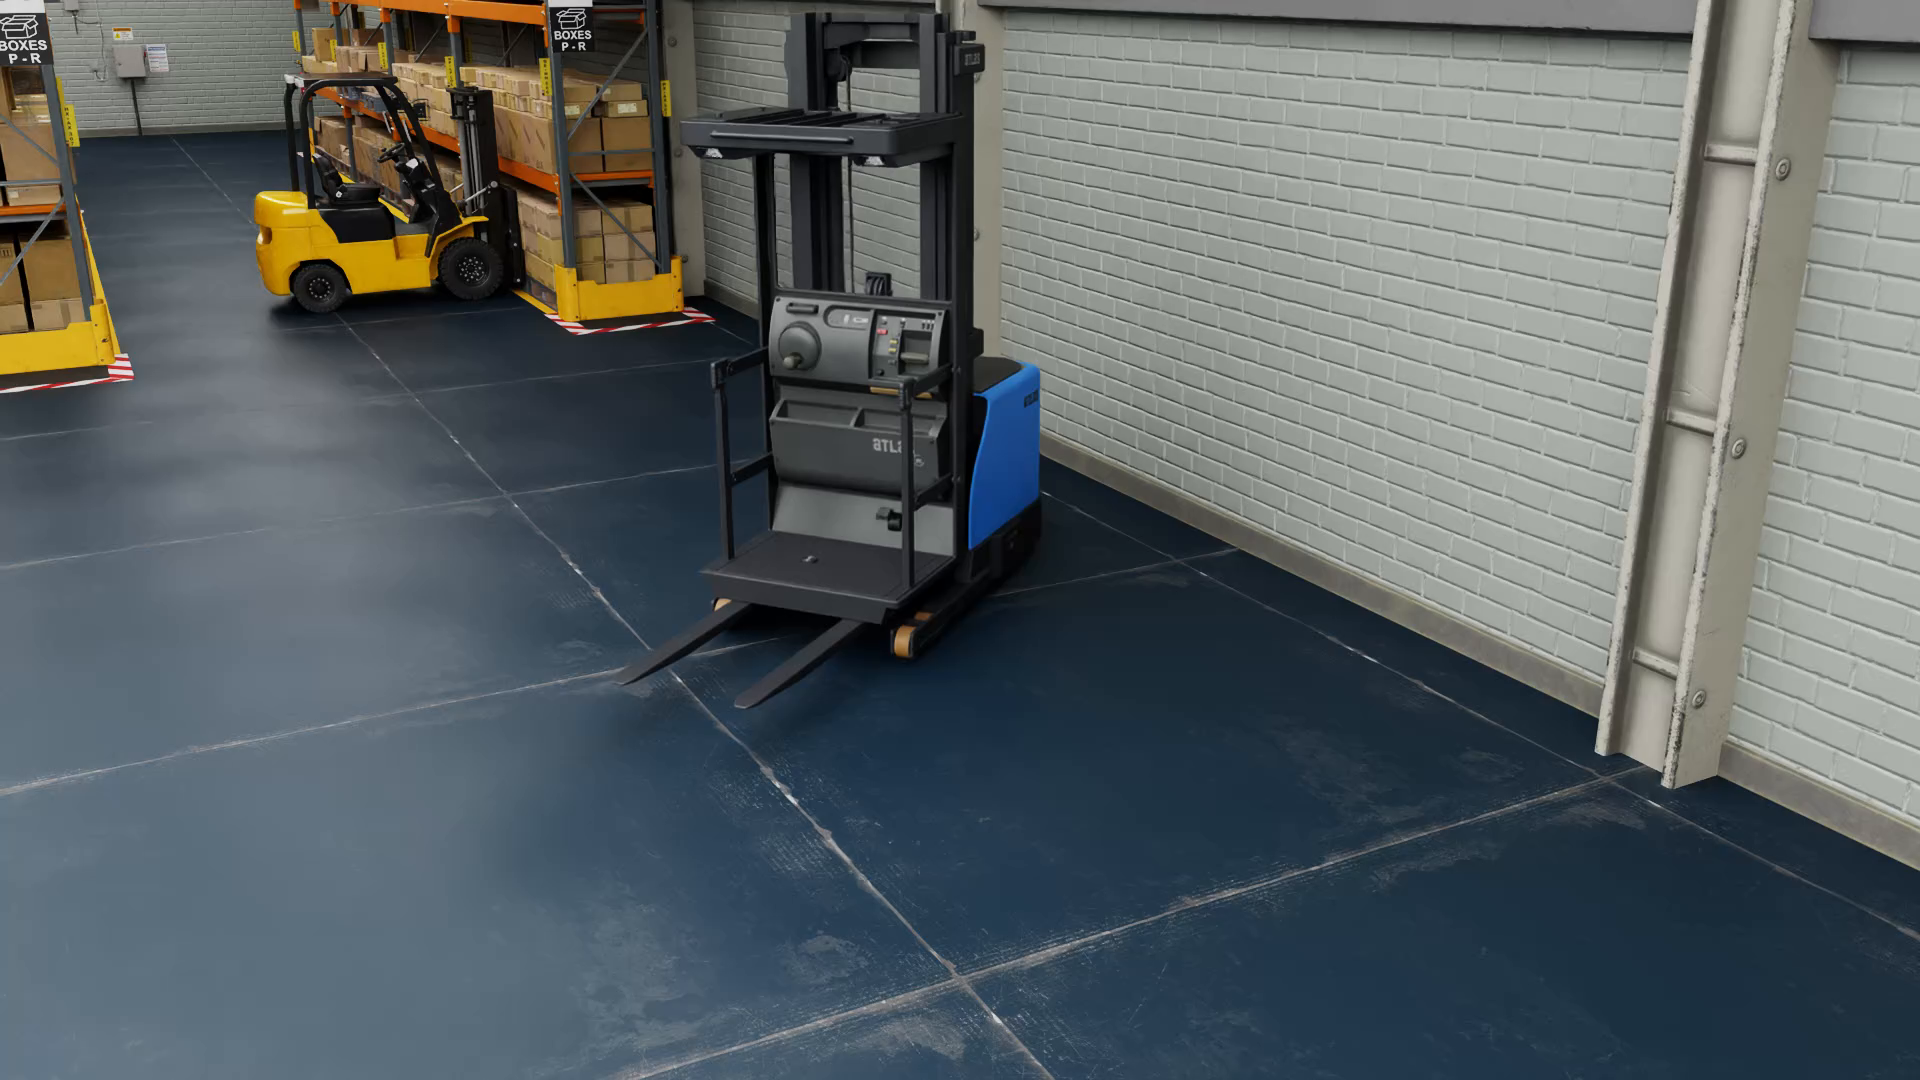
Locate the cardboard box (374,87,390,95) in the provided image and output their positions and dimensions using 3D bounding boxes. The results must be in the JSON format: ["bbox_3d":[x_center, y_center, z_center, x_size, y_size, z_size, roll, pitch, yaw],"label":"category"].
[{"bbox_3d":[-7.697,-6.102,22.459,0.380,0.149,0.250,-10,21,-26],"label":"cardboard box"}]

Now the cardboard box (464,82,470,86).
[{"bbox_3d":[-5.228,-4.967,18.279,0.380,0.149,0.250,-10,22,-28],"label":"cardboard box"}]

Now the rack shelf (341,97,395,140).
[{"bbox_3d":[-7.997,-6.127,23.893,1.077,0.370,4.000,-10,21,-27],"label":"rack shelf"}]

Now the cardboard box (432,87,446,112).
[{"bbox_3d":[-5.856,-5.158,19.446,0.500,0.250,0.500,-11,22,-28],"label":"cardboard box"}]

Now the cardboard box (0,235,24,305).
[{"bbox_3d":[-8.225,-2.270,14.033,0.500,0.500,0.500,-10,21,-26],"label":"cardboard box"}]

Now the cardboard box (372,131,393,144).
[{"bbox_3d":[-8.335,-5.856,24.197,0.380,0.149,0.250,-9,21,-25],"label":"cardboard box"}]

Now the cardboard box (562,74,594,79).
[{"bbox_3d":[-3.929,-4.669,16.961,0.380,0.149,0.250,-10,21,-26],"label":"cardboard box"}]

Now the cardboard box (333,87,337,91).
[{"bbox_3d":[-9.608,-7.118,26.045,0.380,0.149,0.250,-9,21,-25],"label":"cardboard box"}]

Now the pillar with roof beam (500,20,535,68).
[{"bbox_3d":[-9.423,-7.828,18.521,9.100,9.000,0.400,-10,21,-27],"label":"pillar with roof beam"}]

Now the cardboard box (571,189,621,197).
[{"bbox_3d":[-3.778,-3.424,16.993,0.500,0.250,0.500,-10,21,-27],"label":"cardboard box"}]

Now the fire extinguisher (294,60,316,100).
[{"bbox_3d":[-11.322,-7.948,28.756,0.296,0.674,0.183,-10,21,-27],"label":"fire extinguisher"}]

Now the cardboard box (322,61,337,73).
[{"bbox_3d":[-9.879,-7.507,26.561,0.500,0.250,0.500,-10,21,-27],"label":"cardboard box"}]

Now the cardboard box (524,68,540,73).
[{"bbox_3d":[-4.510,-5.042,18.042,0.380,0.149,0.250,-10,22,-27],"label":"cardboard box"}]

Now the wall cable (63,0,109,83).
[{"bbox_3d":[-16.668,-9.738,31.697,0.588,1.984,0.122,-10,21,-27],"label":"wall cable"}]

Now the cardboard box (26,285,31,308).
[{"bbox_3d":[-8.260,-2.302,15.277,0.500,0.250,0.500,-8,21,-23],"label":"cardboard box"}]

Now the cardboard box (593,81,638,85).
[{"bbox_3d":[-3.291,-4.307,15.911,0.380,0.149,0.250,-9,21,-25],"label":"cardboard box"}]

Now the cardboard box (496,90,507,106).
[{"bbox_3d":[-4.511,-4.520,16.984,0.380,0.149,0.250,-10,22,-28],"label":"cardboard box"}]

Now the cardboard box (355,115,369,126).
[{"bbox_3d":[-8.957,-6.371,25.234,0.380,0.149,0.250,-10,22,-28],"label":"cardboard box"}]

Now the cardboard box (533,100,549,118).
[{"bbox_3d":[-3.807,-4.076,15.696,0.380,0.149,0.250,-10,21,-26],"label":"cardboard box"}]

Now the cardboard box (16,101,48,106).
[{"bbox_3d":[-8.583,-3.779,15.376,0.500,0.500,0.500,-9,21,-25],"label":"cardboard box"}]

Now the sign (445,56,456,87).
[{"bbox_3d":[-5.620,-5.168,18.357,0.100,0.325,0.005,-10,21,-27],"label":"sign"}]

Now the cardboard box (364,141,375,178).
[{"bbox_3d":[-8.420,-5.590,24.420,0.500,0.500,0.500,-11,22,-28],"label":"cardboard box"}]

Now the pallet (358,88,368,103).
[{"bbox_3d":[-7.975,-6.360,23.759,1.003,0.211,1.213,-10,21,-27],"label":"pallet"}]

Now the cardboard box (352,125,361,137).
[{"bbox_3d":[-9.010,-6.221,25.255,0.380,0.149,0.250,-9,21,-24],"label":"cardboard box"}]

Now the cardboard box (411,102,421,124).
[{"bbox_3d":[-6.566,-5.365,20.812,0.500,0.250,0.500,-11,22,-28],"label":"cardboard box"}]

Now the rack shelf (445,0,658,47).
[{"bbox_3d":[-4.198,-5.249,16.749,1.077,0.370,4.000,-10,21,-27],"label":"rack shelf"}]

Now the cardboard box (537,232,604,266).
[{"bbox_3d":[-3.754,-2.823,16.020,0.500,0.250,0.500,-10,22,-27],"label":"cardboard box"}]

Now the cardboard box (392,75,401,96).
[{"bbox_3d":[-7.073,-5.890,21.565,0.500,0.250,0.500,-10,21,-27],"label":"cardboard box"}]

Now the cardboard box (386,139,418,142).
[{"bbox_3d":[-7.747,-5.475,23.095,0.380,0.149,0.250,-11,22,-28],"label":"cardboard box"}]

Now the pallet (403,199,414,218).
[{"bbox_3d":[-6.690,-4.333,21.865,1.003,0.211,1.213,-10,21,-27],"label":"pallet"}]

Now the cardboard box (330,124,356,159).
[{"bbox_3d":[-9.774,-6.467,26.963,0.700,0.500,0.500,-11,22,-29],"label":"cardboard box"}]

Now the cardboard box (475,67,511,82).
[{"bbox_3d":[-5.038,-5.044,18.046,0.380,0.149,0.250,-10,21,-26],"label":"cardboard box"}]

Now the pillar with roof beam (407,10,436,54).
[{"bbox_3d":[-12.272,-9.550,23.513,9.100,9.000,0.400,-10,21,-27],"label":"pillar with roof beam"}]

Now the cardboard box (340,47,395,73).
[{"bbox_3d":[-8.668,-6.965,24.421,0.700,0.500,0.500,-10,21,-26],"label":"cardboard box"}]

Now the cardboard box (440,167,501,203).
[{"bbox_3d":[-5.767,-4.193,20.181,0.875,0.625,0.625,-10,22,-27],"label":"cardboard box"}]

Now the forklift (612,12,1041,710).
[{"bbox_3d":[-0.593,-0.970,7.948,1.130,2.935,3.031,8,21,22],"label":"forklift"}]

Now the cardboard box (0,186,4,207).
[{"bbox_3d":[-7.980,-2.782,13.481,0.380,0.149,0.250,-9,21,-25],"label":"cardboard box"}]

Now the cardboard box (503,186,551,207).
[{"bbox_3d":[-4.471,-3.488,17.179,0.500,0.250,0.500,-10,22,-28],"label":"cardboard box"}]

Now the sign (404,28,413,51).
[{"bbox_3d":[-8.460,-7.676,25.503,0.100,0.325,0.005,-10,21,-27],"label":"sign"}]

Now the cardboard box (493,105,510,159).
[{"bbox_3d":[-4.443,-4.185,17.007,0.500,0.500,0.500,-10,21,-26],"label":"cardboard box"}]

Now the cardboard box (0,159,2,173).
[{"bbox_3d":[-8.583,-3.417,14.325,0.500,0.500,0.500,-10,21,-27],"label":"cardboard box"}]

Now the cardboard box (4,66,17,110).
[{"bbox_3d":[-8.730,-4.042,14.604,0.700,0.500,0.500,-10,21,-27],"label":"cardboard box"}]

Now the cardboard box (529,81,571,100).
[{"bbox_3d":[-3.896,-4.298,15.886,0.380,0.149,0.250,-9,21,-25],"label":"cardboard box"}]

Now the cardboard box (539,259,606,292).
[{"bbox_3d":[-3.749,-2.582,16.086,0.500,0.250,0.500,-10,21,-26],"label":"cardboard box"}]

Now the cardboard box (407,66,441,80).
[{"bbox_3d":[-6.747,-5.891,20.957,0.380,0.149,0.250,-10,21,-26],"label":"cardboard box"}]

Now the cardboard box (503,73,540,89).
[{"bbox_3d":[-4.442,-4.676,16.980,0.380,0.149,0.250,-10,21,-26],"label":"cardboard box"}]

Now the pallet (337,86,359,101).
[{"bbox_3d":[-8.663,-6.705,24.757,1.003,0.211,1.213,-10,21,-27],"label":"pallet"}]

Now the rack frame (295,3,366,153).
[{"bbox_3d":[-10.846,-8.190,28.767,1.000,3.000,0.127,-10,21,-27],"label":"rack frame"}]

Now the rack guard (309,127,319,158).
[{"bbox_3d":[-10.810,-6.987,29.112,1.175,0.500,0.348,-10,21,-27],"label":"rack guard"}]

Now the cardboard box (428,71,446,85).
[{"bbox_3d":[-6.138,-5.525,19.897,0.380,0.149,0.250,-10,21,-26],"label":"cardboard box"}]
